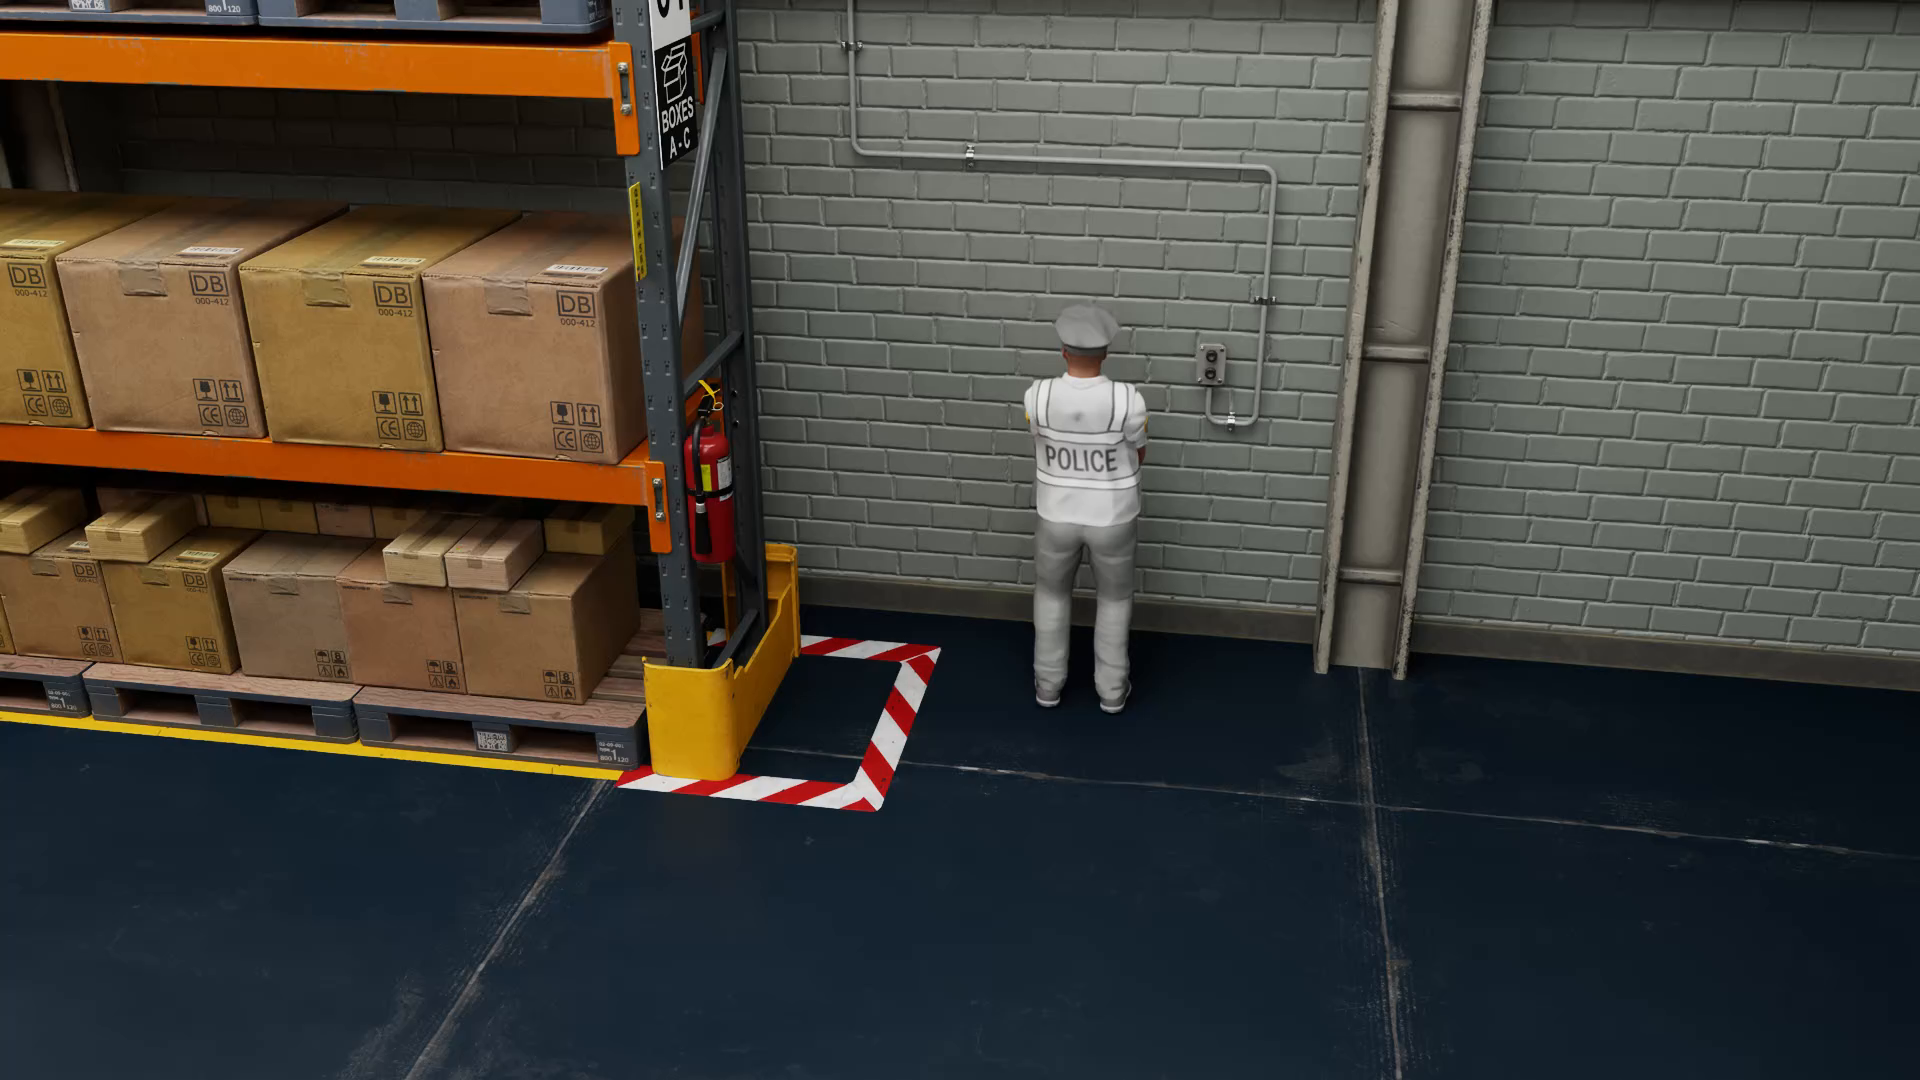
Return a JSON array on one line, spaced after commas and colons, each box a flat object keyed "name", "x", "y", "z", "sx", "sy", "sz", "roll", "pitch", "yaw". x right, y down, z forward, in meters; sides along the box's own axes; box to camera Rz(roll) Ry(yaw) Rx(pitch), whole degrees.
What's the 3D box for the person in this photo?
[{"name": "person", "x": 0.522, "y": -0.149, "z": 6.905, "sx": 0.494, "sy": 1.767, "sz": 0.555, "roll": 4, "pitch": 25, "yaw": 10}]
